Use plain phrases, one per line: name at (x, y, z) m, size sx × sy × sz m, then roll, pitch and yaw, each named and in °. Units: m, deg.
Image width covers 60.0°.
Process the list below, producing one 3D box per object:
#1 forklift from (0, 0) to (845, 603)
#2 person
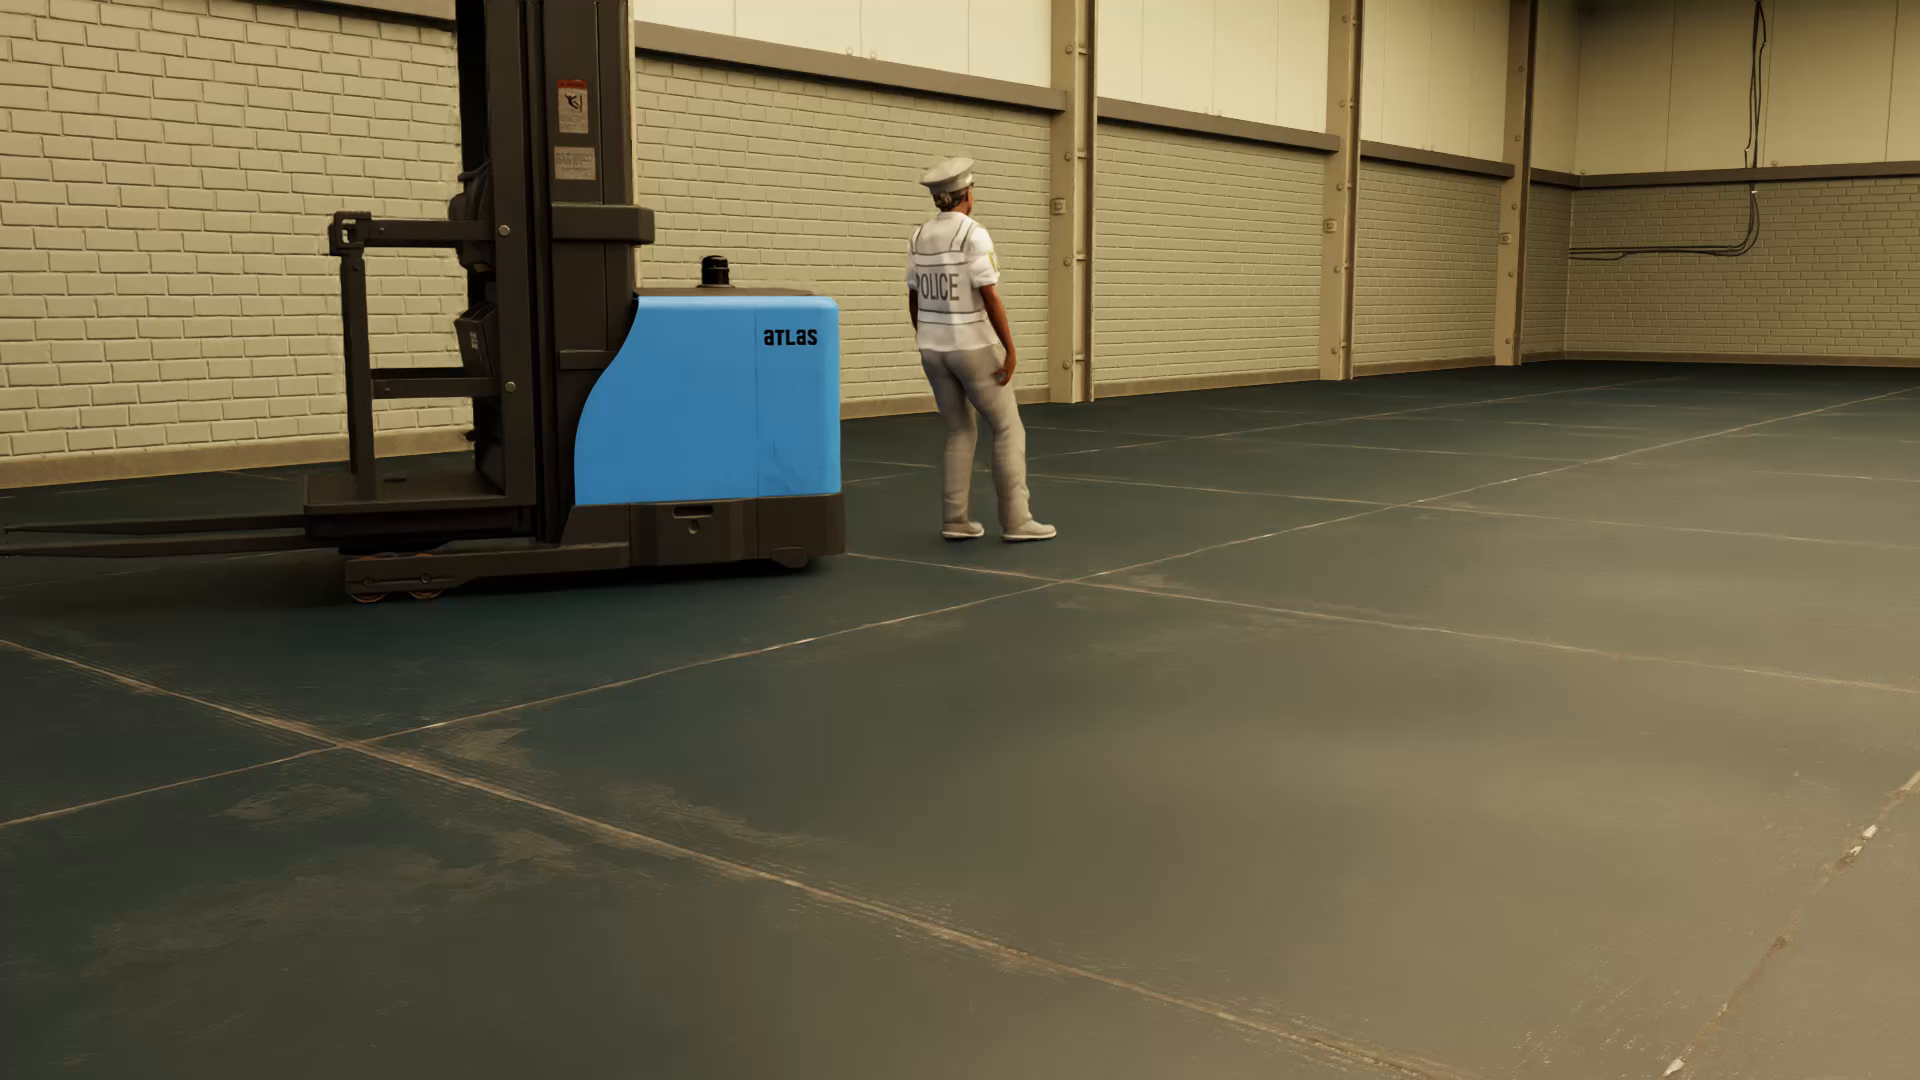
forklift at (-2.026, -1.314, 6.261) m, size 3.031 × 2.935 × 1.130 m, roll -3°, pitch 9°, yaw -21°
person at (0.067, -0.836, 7.373) m, size 0.593 × 1.685 × 0.528 m, roll 7°, pitch 11°, yaw 41°
